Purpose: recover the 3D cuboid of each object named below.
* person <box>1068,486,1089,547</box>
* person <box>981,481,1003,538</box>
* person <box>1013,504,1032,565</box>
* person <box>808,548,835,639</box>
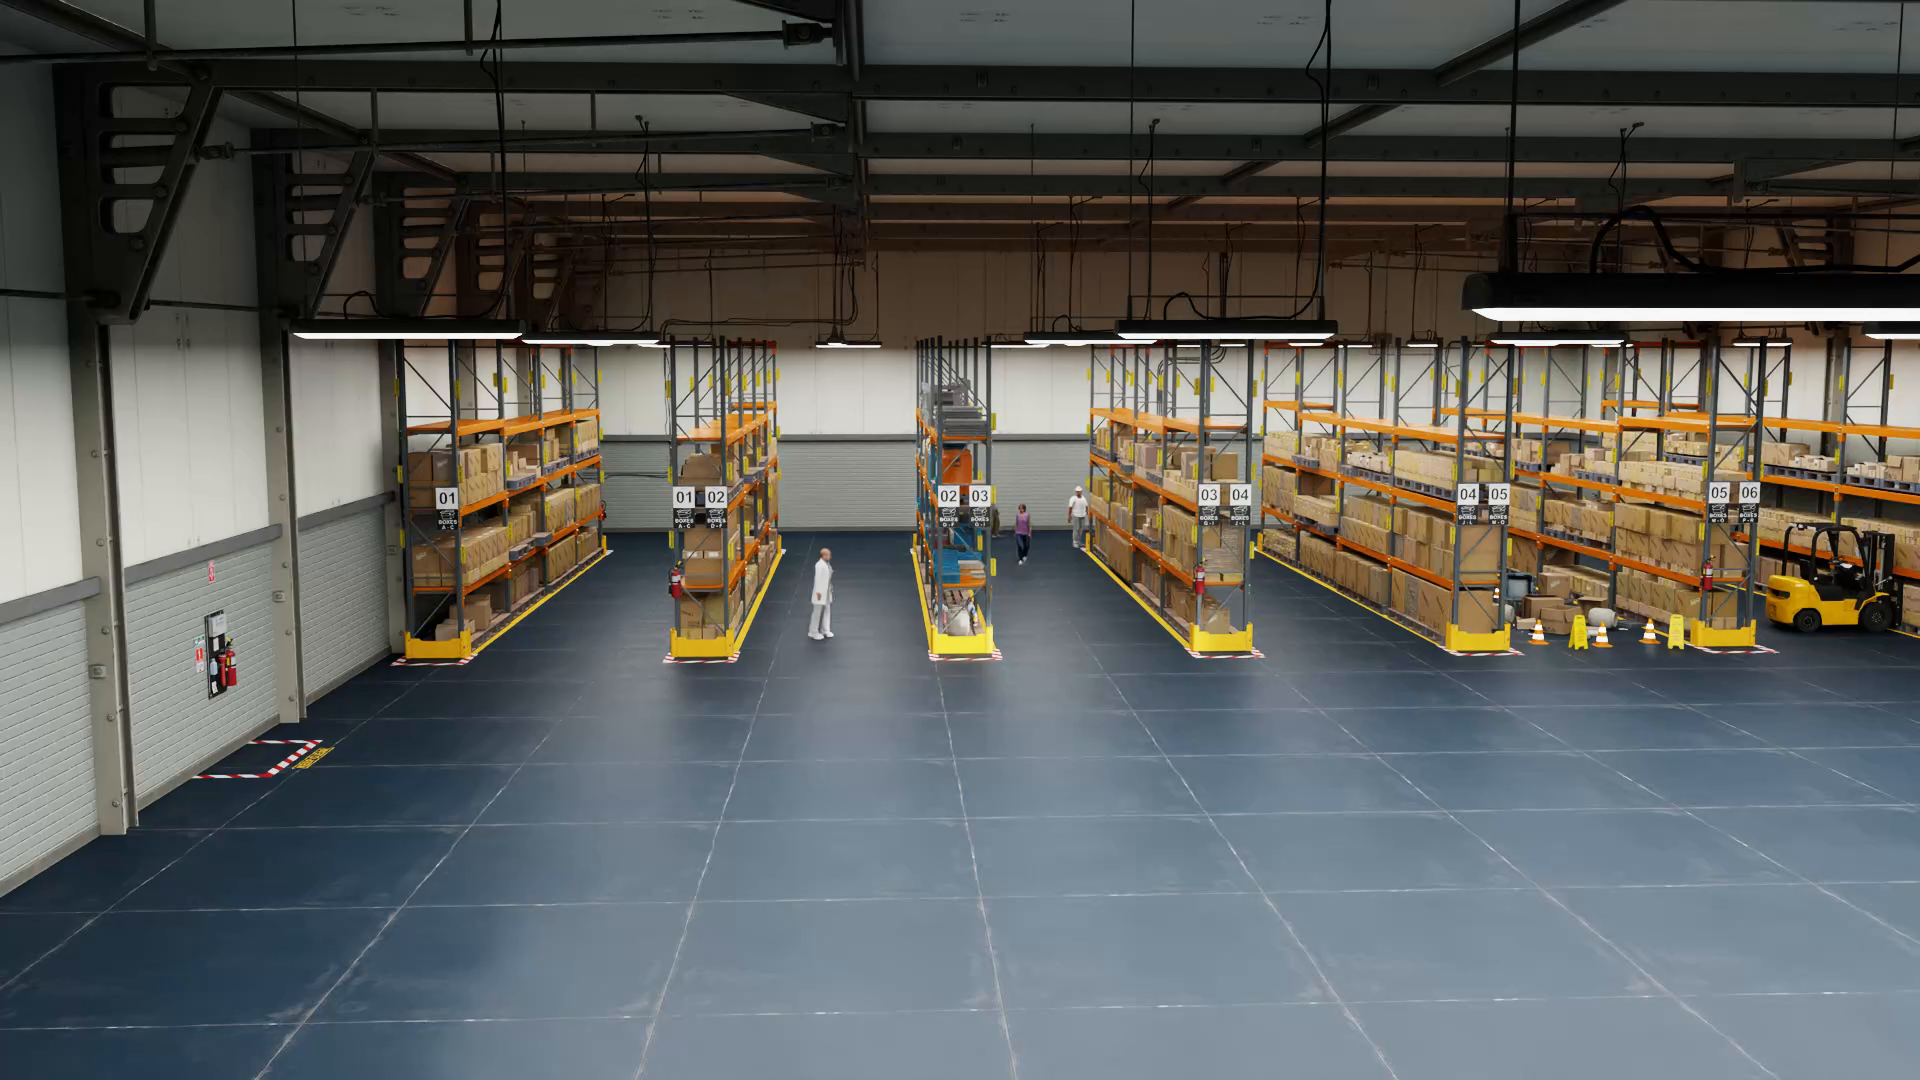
[{"bbox_3d":[3.513,-0.690,48.730,0.708,1.778,0.365,-5,8,-38],"label":"person"},{"bbox_3d":[0.887,-0.941,50.957,0.925,1.736,0.625,3,7,24],"label":"person"},{"bbox_3d":[1.593,-0.147,42.481,0.469,1.513,0.568,-1,7,-6],"label":"person"},{"bbox_3d":[-2.759,1.058,33.295,0.474,1.794,0.630,2,7,17],"label":"person"}]
